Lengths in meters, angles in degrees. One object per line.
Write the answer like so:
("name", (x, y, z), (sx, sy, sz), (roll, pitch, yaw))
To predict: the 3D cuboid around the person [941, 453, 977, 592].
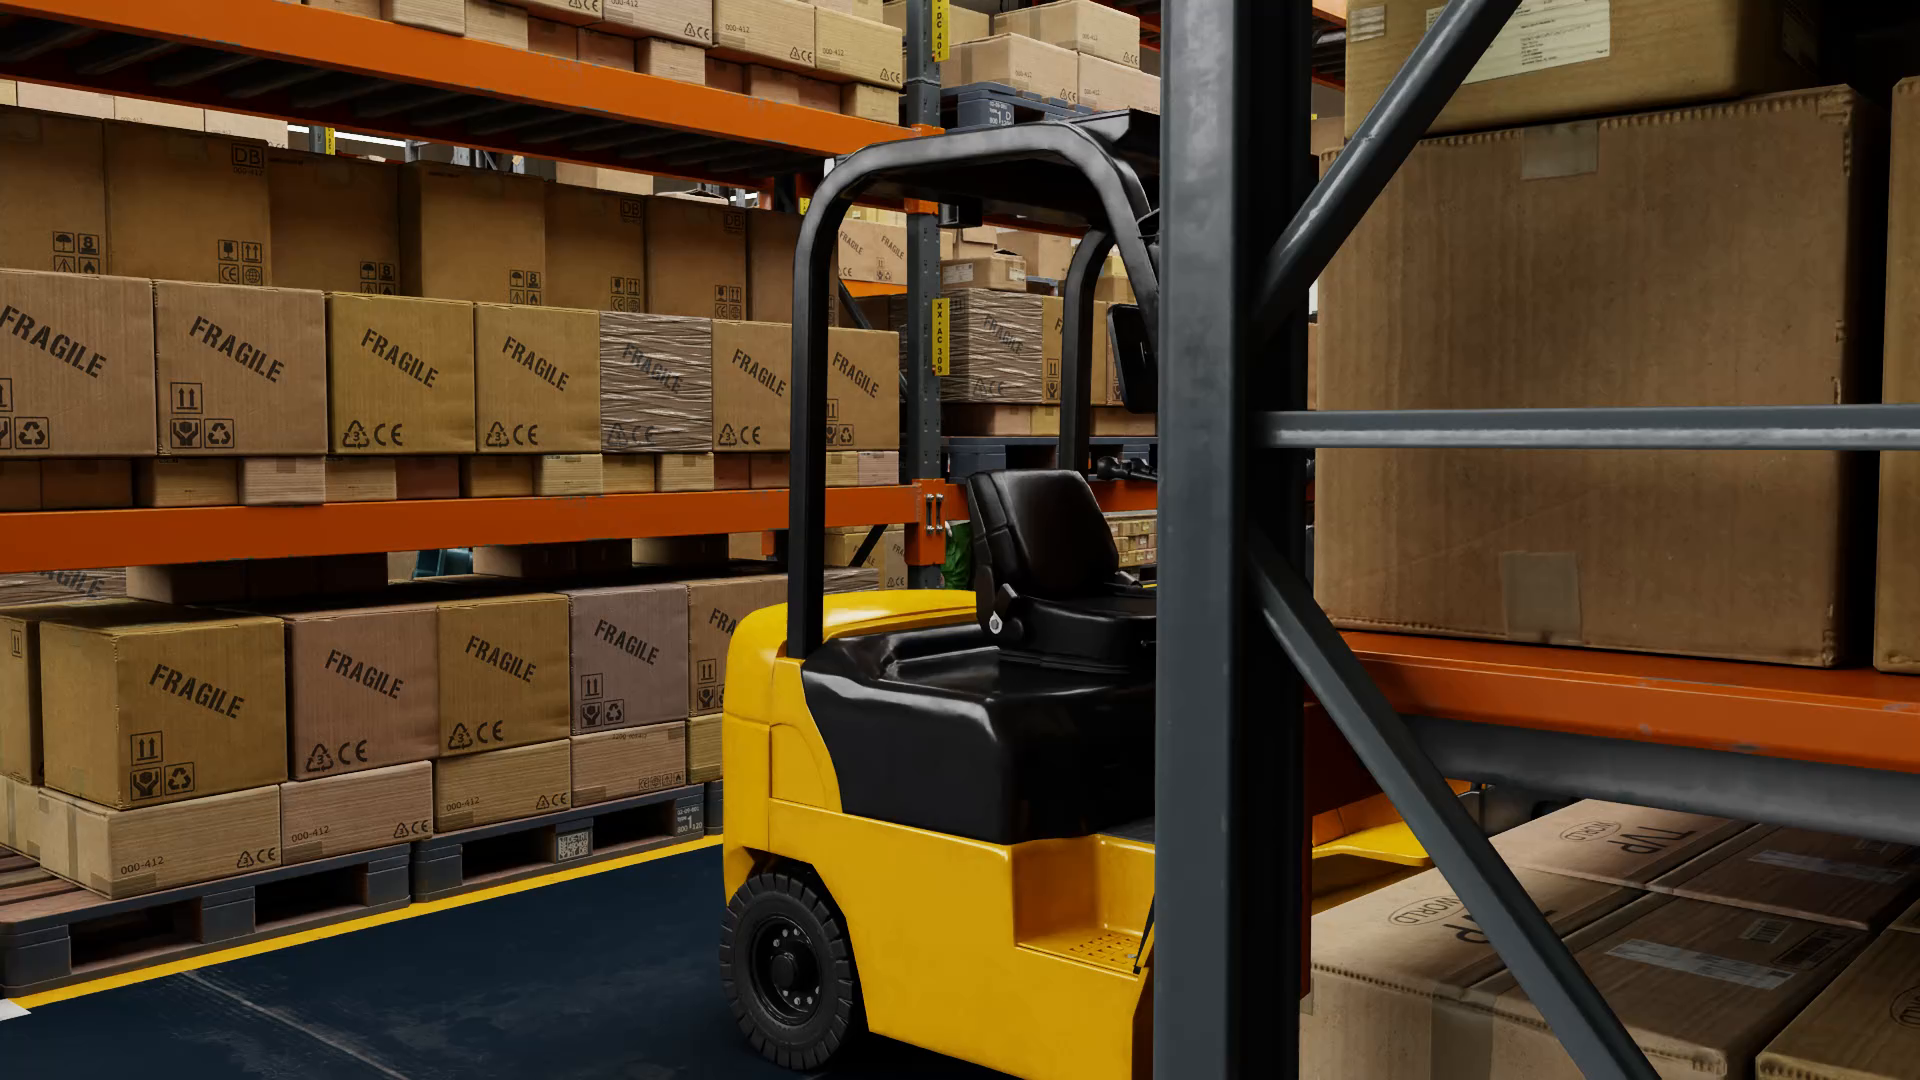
("person", (0.077, -0.080, 11.130), (0.564, 1.787, 0.638), (3, 5, 41))
